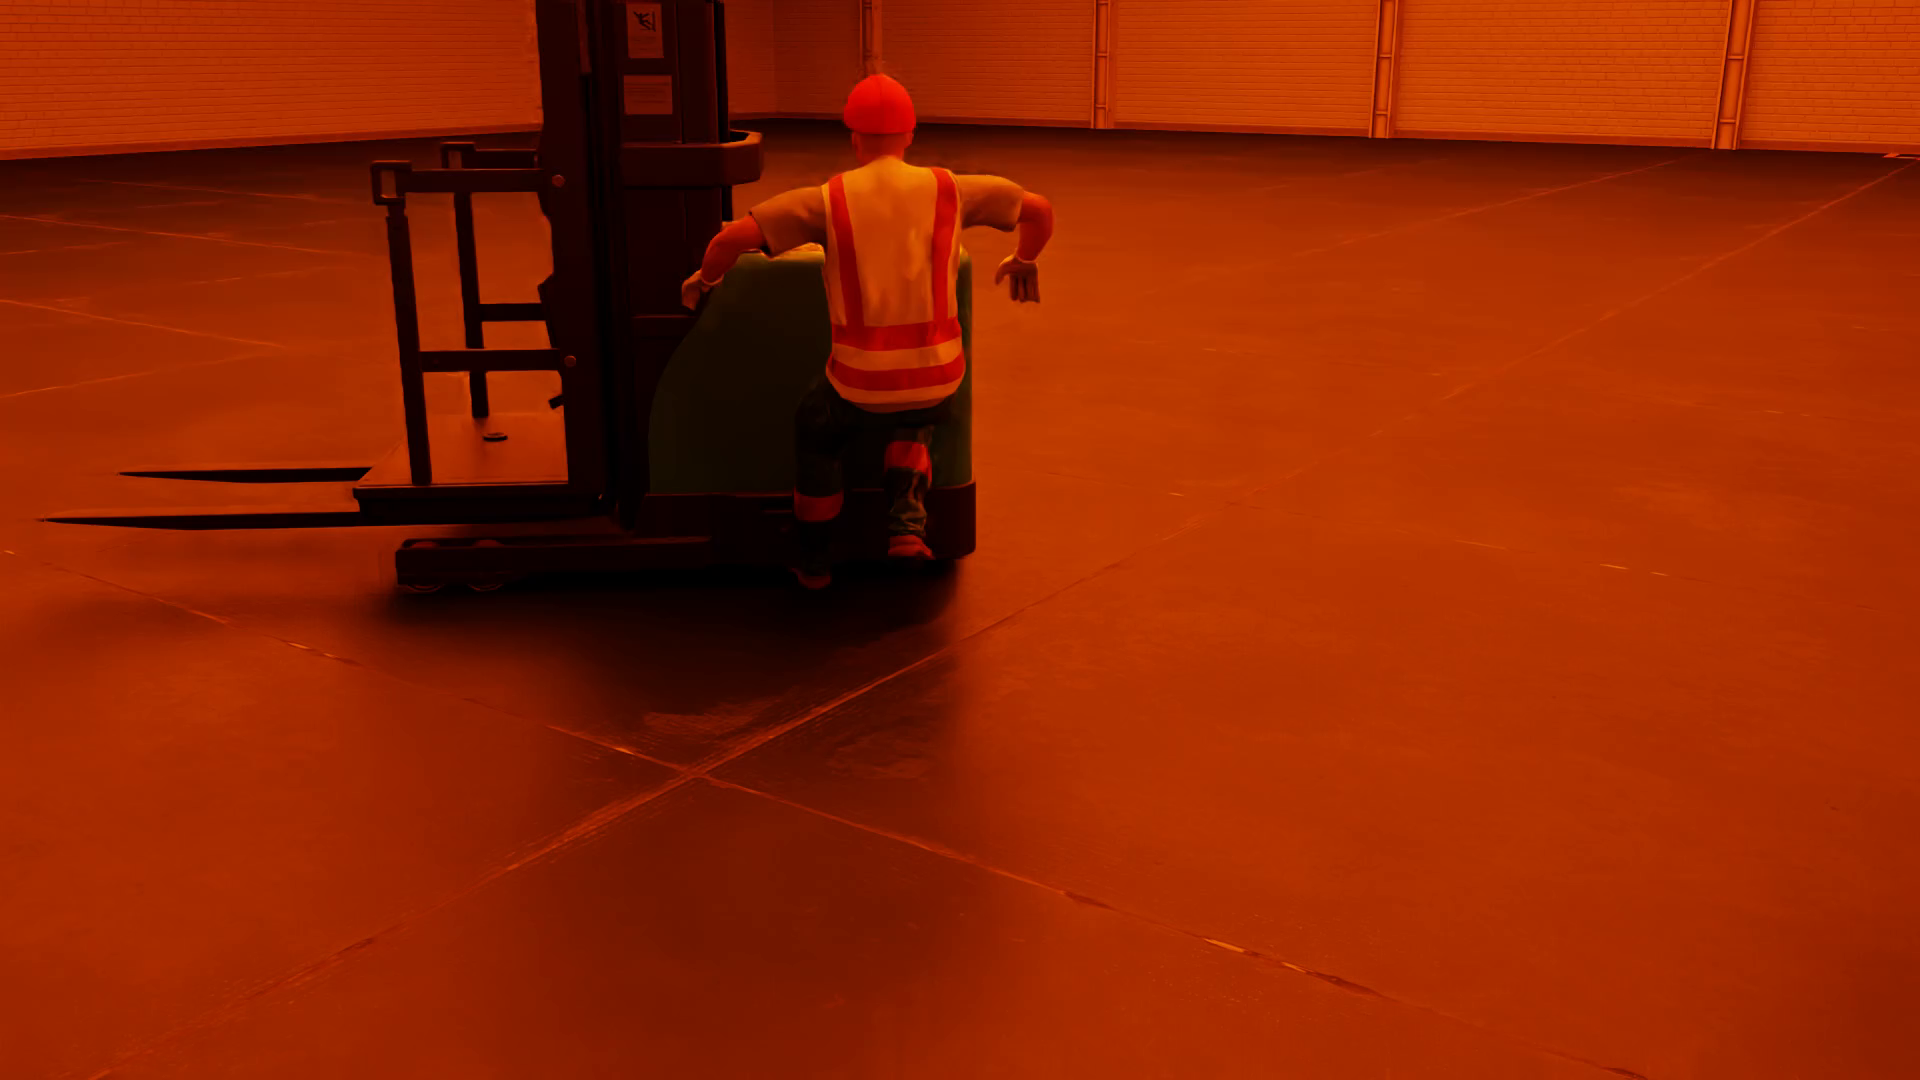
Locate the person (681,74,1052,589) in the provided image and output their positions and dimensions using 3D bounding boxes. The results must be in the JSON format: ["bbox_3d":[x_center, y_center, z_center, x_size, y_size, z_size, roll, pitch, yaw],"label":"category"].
[{"bbox_3d":[-0.290,-0.590,5.105,1.106,1.629,0.829,-4,17,-12],"label":"person"}]

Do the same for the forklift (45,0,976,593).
[{"bbox_3d":[-1.493,-1.390,5.482,3.031,2.935,1.130,-1,17,-5],"label":"forklift"}]
